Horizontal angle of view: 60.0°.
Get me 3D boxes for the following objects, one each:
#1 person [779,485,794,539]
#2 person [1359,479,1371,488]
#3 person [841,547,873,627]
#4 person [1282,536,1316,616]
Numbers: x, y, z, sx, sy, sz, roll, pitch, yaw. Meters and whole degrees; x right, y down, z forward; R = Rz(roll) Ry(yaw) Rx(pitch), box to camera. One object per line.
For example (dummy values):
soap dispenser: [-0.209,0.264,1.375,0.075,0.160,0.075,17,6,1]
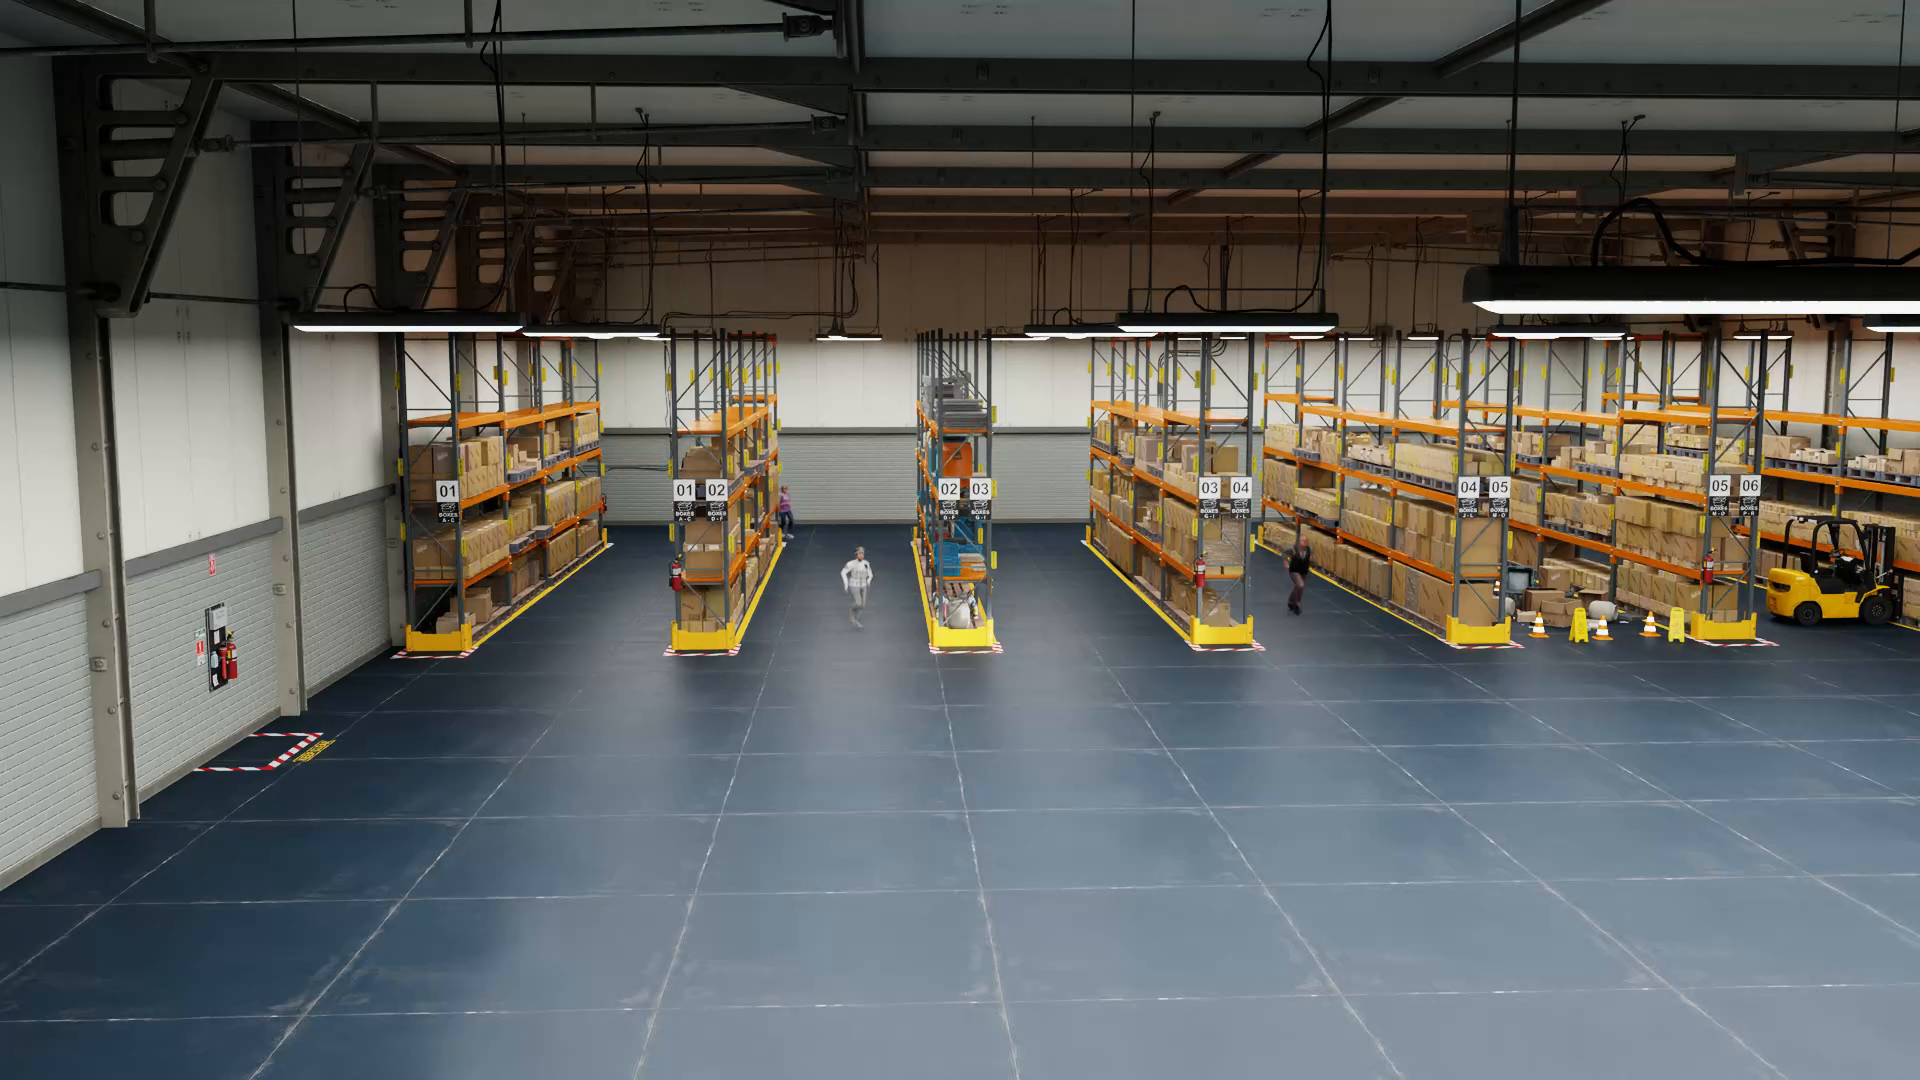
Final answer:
person: [-5.170,-0.810,48.919,0.534,1.643,0.680,-5,9,-39]
person: [12.018,-0.965,49.285,1.061,1.791,0.718,0,7,1]
person: [-2.028,0.956,33.495,0.596,1.642,0.629,-3,8,-27]
person: [7.180,0.732,35.288,0.647,1.697,0.927,-2,7,-17]
